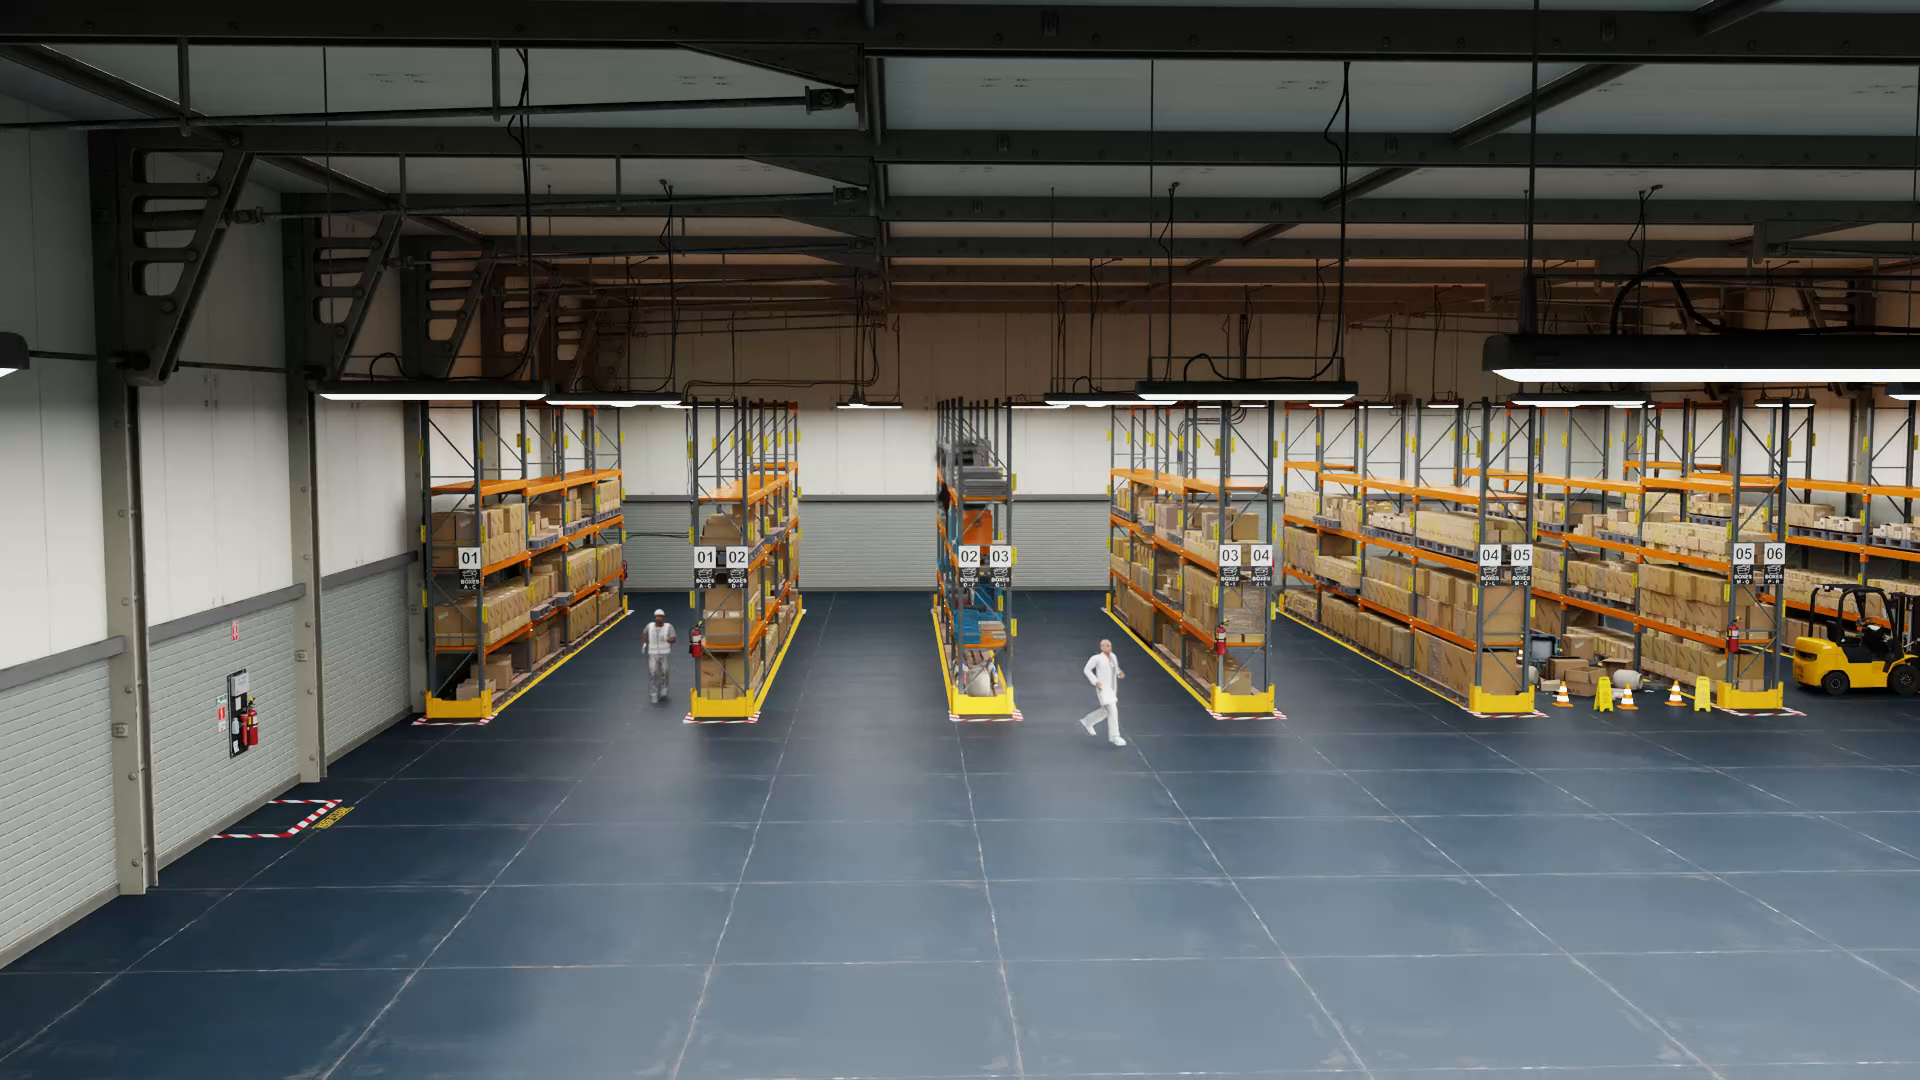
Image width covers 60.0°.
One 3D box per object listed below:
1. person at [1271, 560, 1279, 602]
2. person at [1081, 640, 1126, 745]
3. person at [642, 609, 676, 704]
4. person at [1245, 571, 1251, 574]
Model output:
[{"bbox_3d":[9.067,1.134,48.908,0.823,1.710,0.712,-1,4,-7],"label":"person"},{"bbox_3d":[2.510,2.706,28.844,0.972,1.600,0.693,4,6,41],"label":"person"},{"bbox_3d":[-5.950,2.284,32.894,0.665,1.842,0.807,-1,4,-9],"label":"person"},{"bbox_3d":[8.173,1.204,48.166,0.555,1.639,0.645,-3,5,-33],"label":"person"}]
